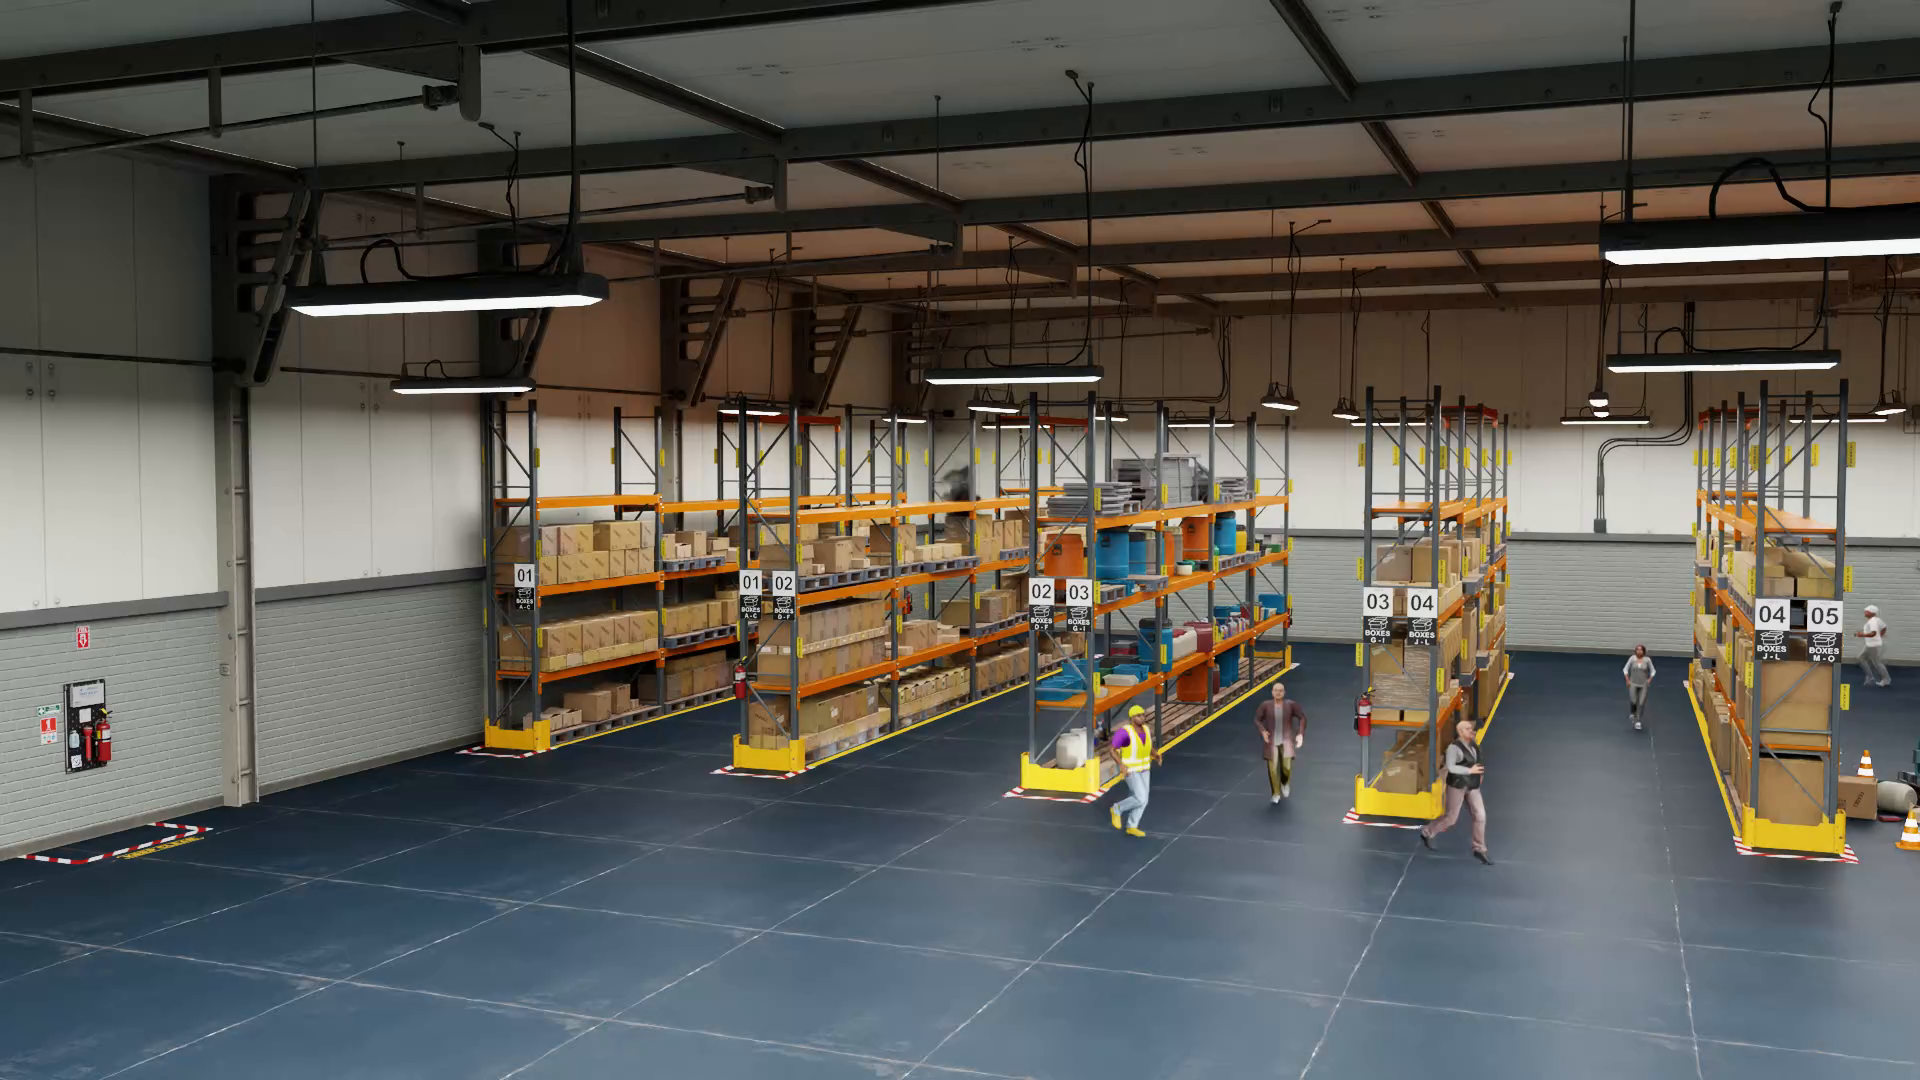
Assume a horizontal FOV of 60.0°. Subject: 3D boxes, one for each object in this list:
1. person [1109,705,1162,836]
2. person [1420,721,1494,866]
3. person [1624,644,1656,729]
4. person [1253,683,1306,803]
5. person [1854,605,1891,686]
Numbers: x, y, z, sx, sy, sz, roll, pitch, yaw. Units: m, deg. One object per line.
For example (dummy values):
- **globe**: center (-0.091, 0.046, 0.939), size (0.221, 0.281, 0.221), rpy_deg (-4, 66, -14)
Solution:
- **person**: center (2.346, 3.052, 22.069), size (0.687, 1.731, 0.618), rpy_deg (-2, 4, -39)
- **person**: center (6.230, 3.118, 20.730), size (0.666, 1.751, 0.953), rpy_deg (-2, 3, -33)
- **person**: center (12.581, 2.707, 30.783), size (0.551, 1.570, 0.536), rpy_deg (1, 3, 20)
- **person**: center (4.631, 2.940, 24.117), size (0.760, 1.733, 0.657), rpy_deg (1, 3, 11)
- **person**: center (19.953, 2.336, 36.361), size (0.748, 1.801, 0.687), rpy_deg (1, 3, 24)
